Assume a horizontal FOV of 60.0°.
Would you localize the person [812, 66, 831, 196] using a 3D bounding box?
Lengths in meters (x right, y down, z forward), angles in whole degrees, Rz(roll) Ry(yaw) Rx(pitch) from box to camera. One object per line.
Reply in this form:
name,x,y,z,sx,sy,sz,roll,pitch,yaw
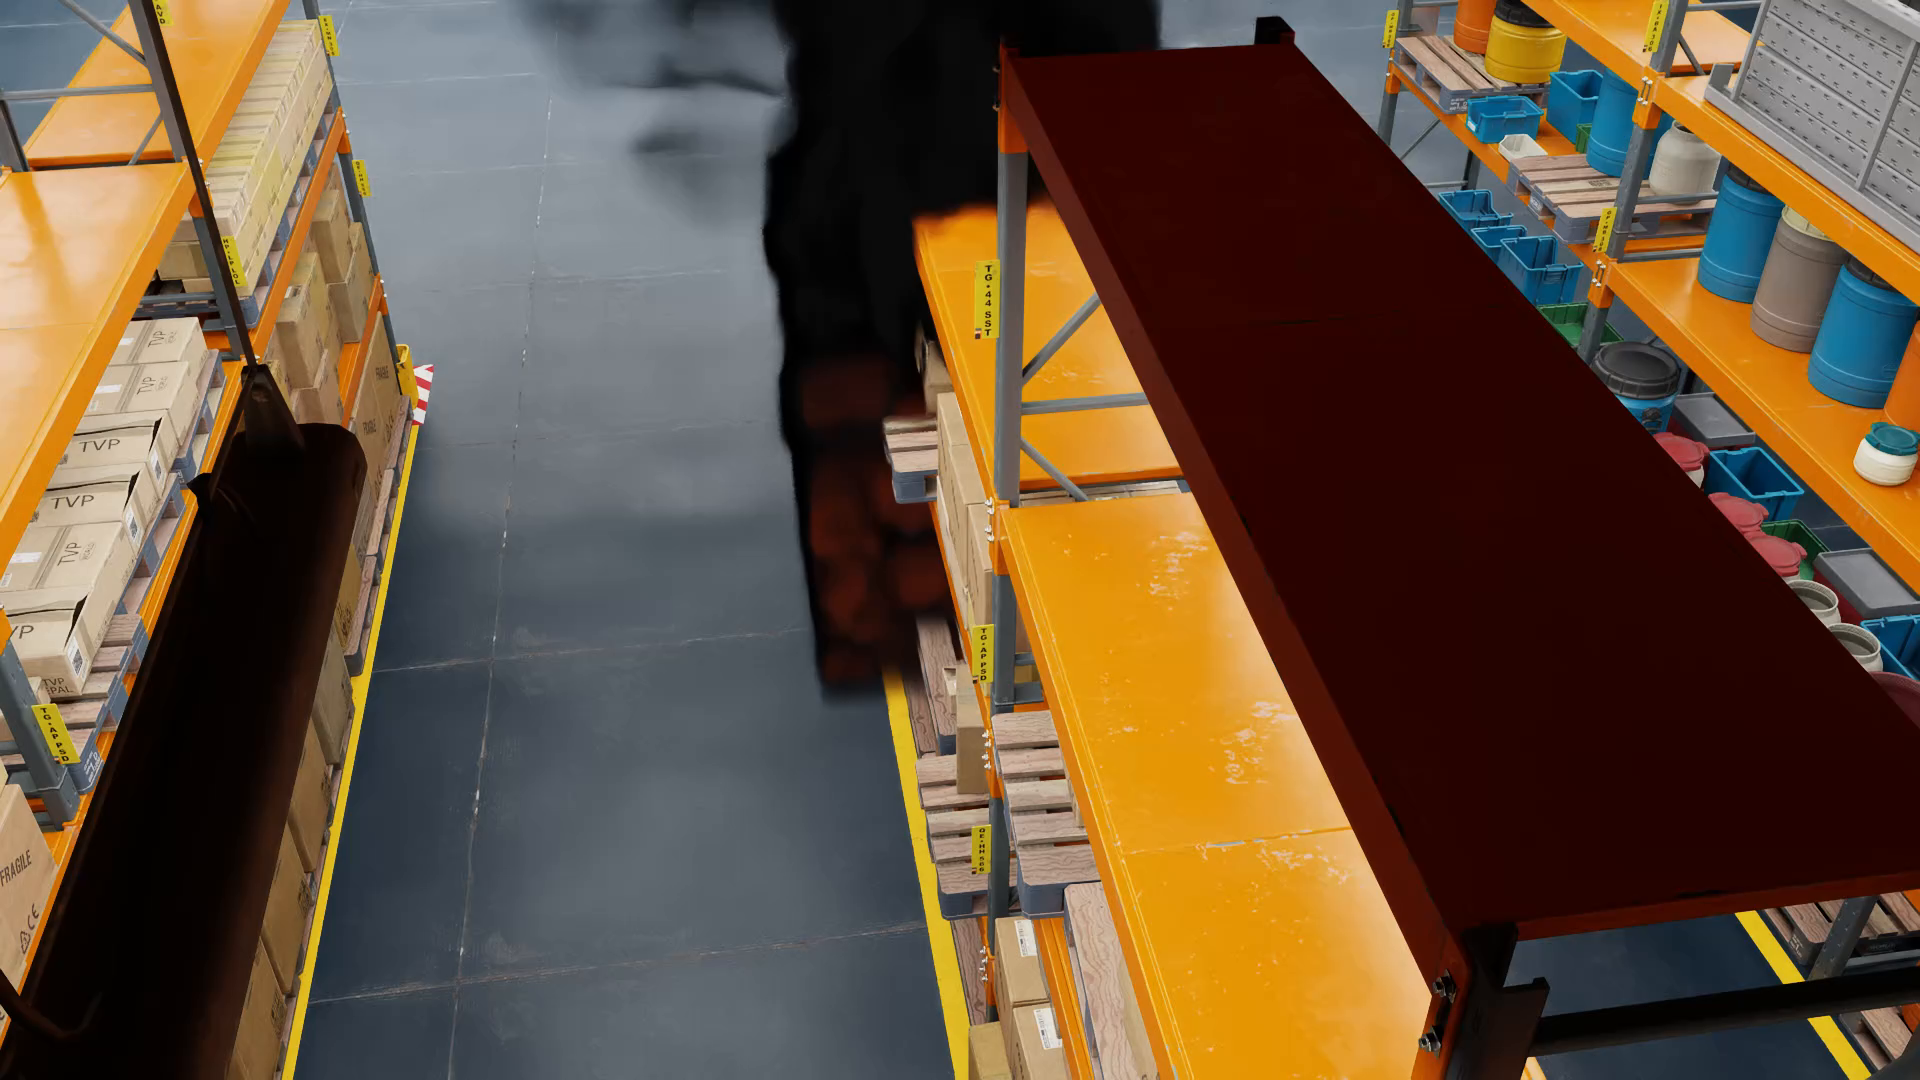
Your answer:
person,-1.291,-4.543,18.240,0.622,1.666,0.667,16,39,20
